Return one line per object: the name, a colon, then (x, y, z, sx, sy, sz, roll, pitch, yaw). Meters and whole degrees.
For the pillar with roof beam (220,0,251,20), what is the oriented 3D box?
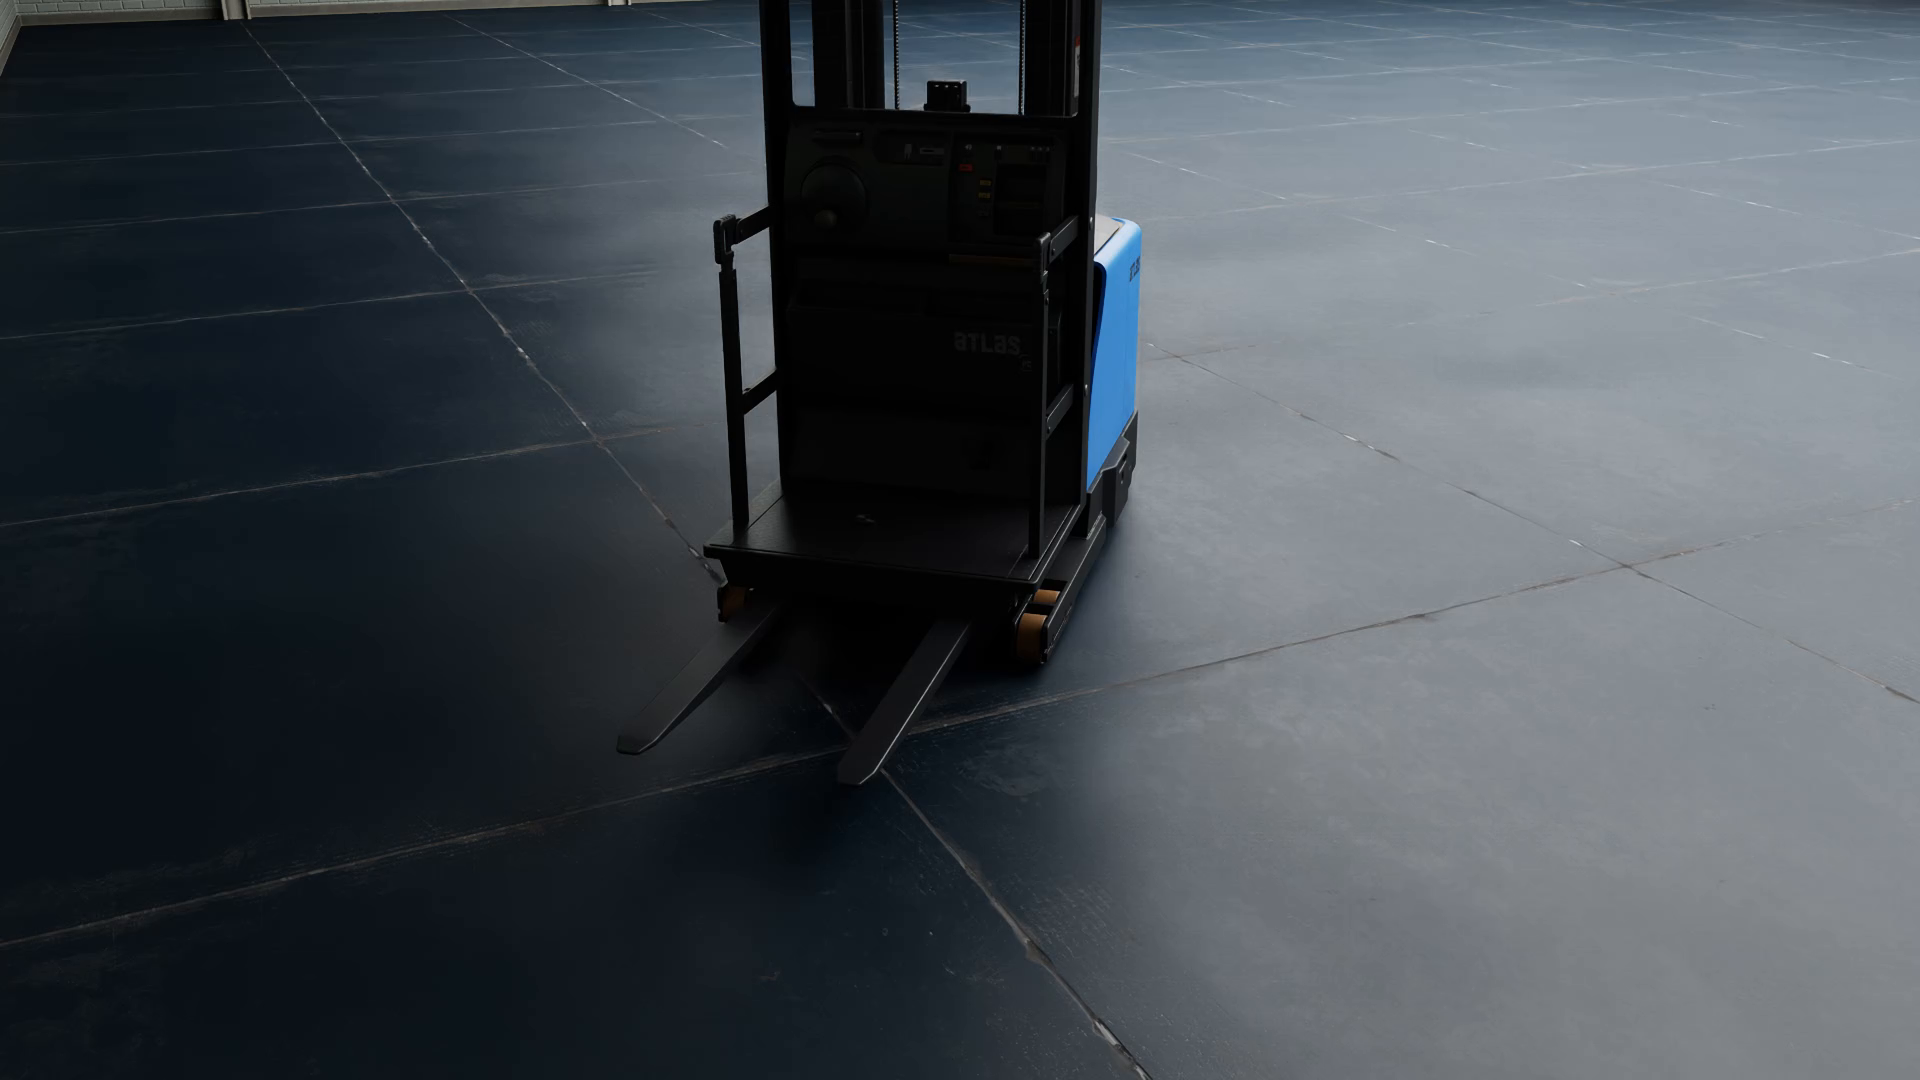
pillar with roof beam: (-9.344, -10.760, 20.478, 0.400, 9.000, 9.100, -10, 25, -24)

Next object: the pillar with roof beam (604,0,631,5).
pillar with roof beam: (-3.938, -11.755, 22.882, 0.400, 9.000, 9.100, -10, 25, -24)

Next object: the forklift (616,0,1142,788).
forklift: (-0.170, -1.122, 5.128, 1.130, 2.935, 3.031, 6, 23, 14)
